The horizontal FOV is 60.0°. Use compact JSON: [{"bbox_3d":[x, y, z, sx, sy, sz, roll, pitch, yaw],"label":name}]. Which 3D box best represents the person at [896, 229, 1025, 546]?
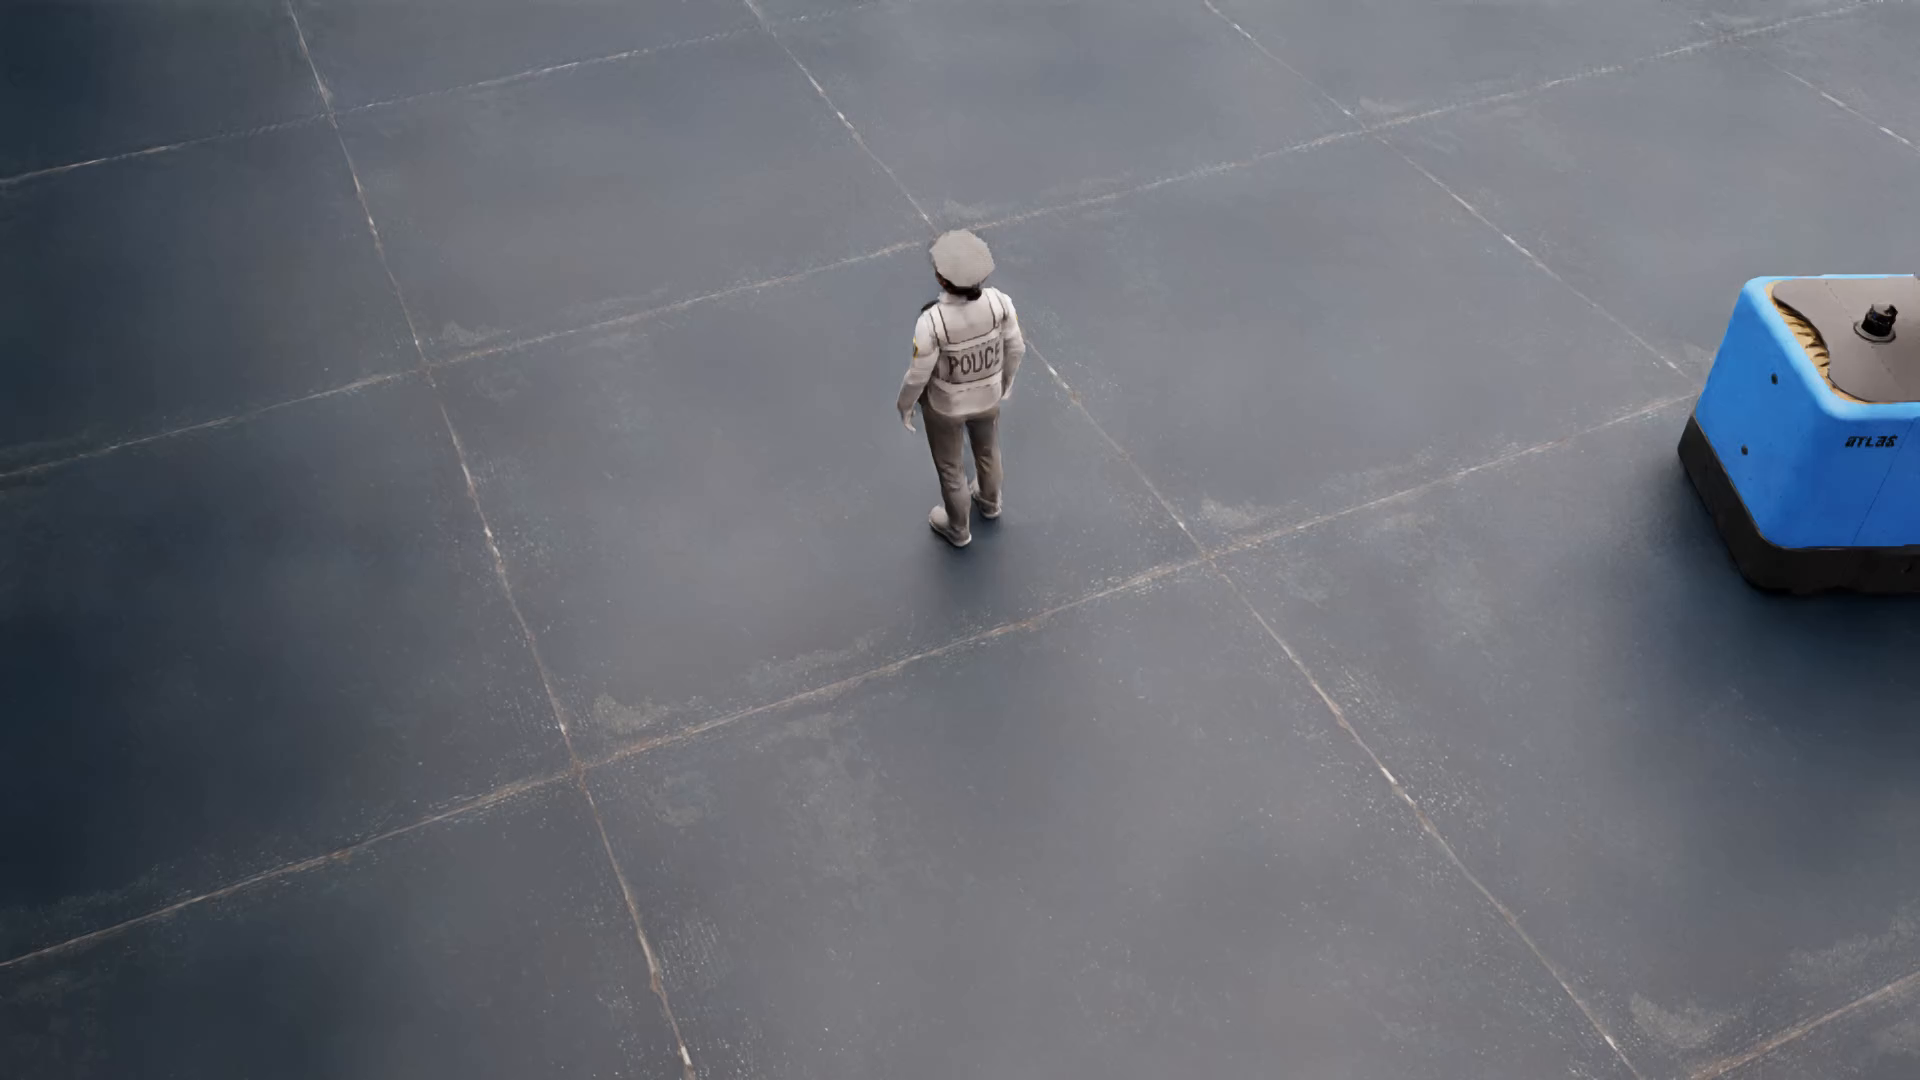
[{"bbox_3d":[-0.022,-0.669,7.292,0.586,1.695,0.532,-18,46,-18],"label":"person"}]

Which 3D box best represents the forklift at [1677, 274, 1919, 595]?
[{"bbox_3d":[5.059,-1.189,6.954,3.031,2.935,1.130,-1,43,-1],"label":"forklift"}]
